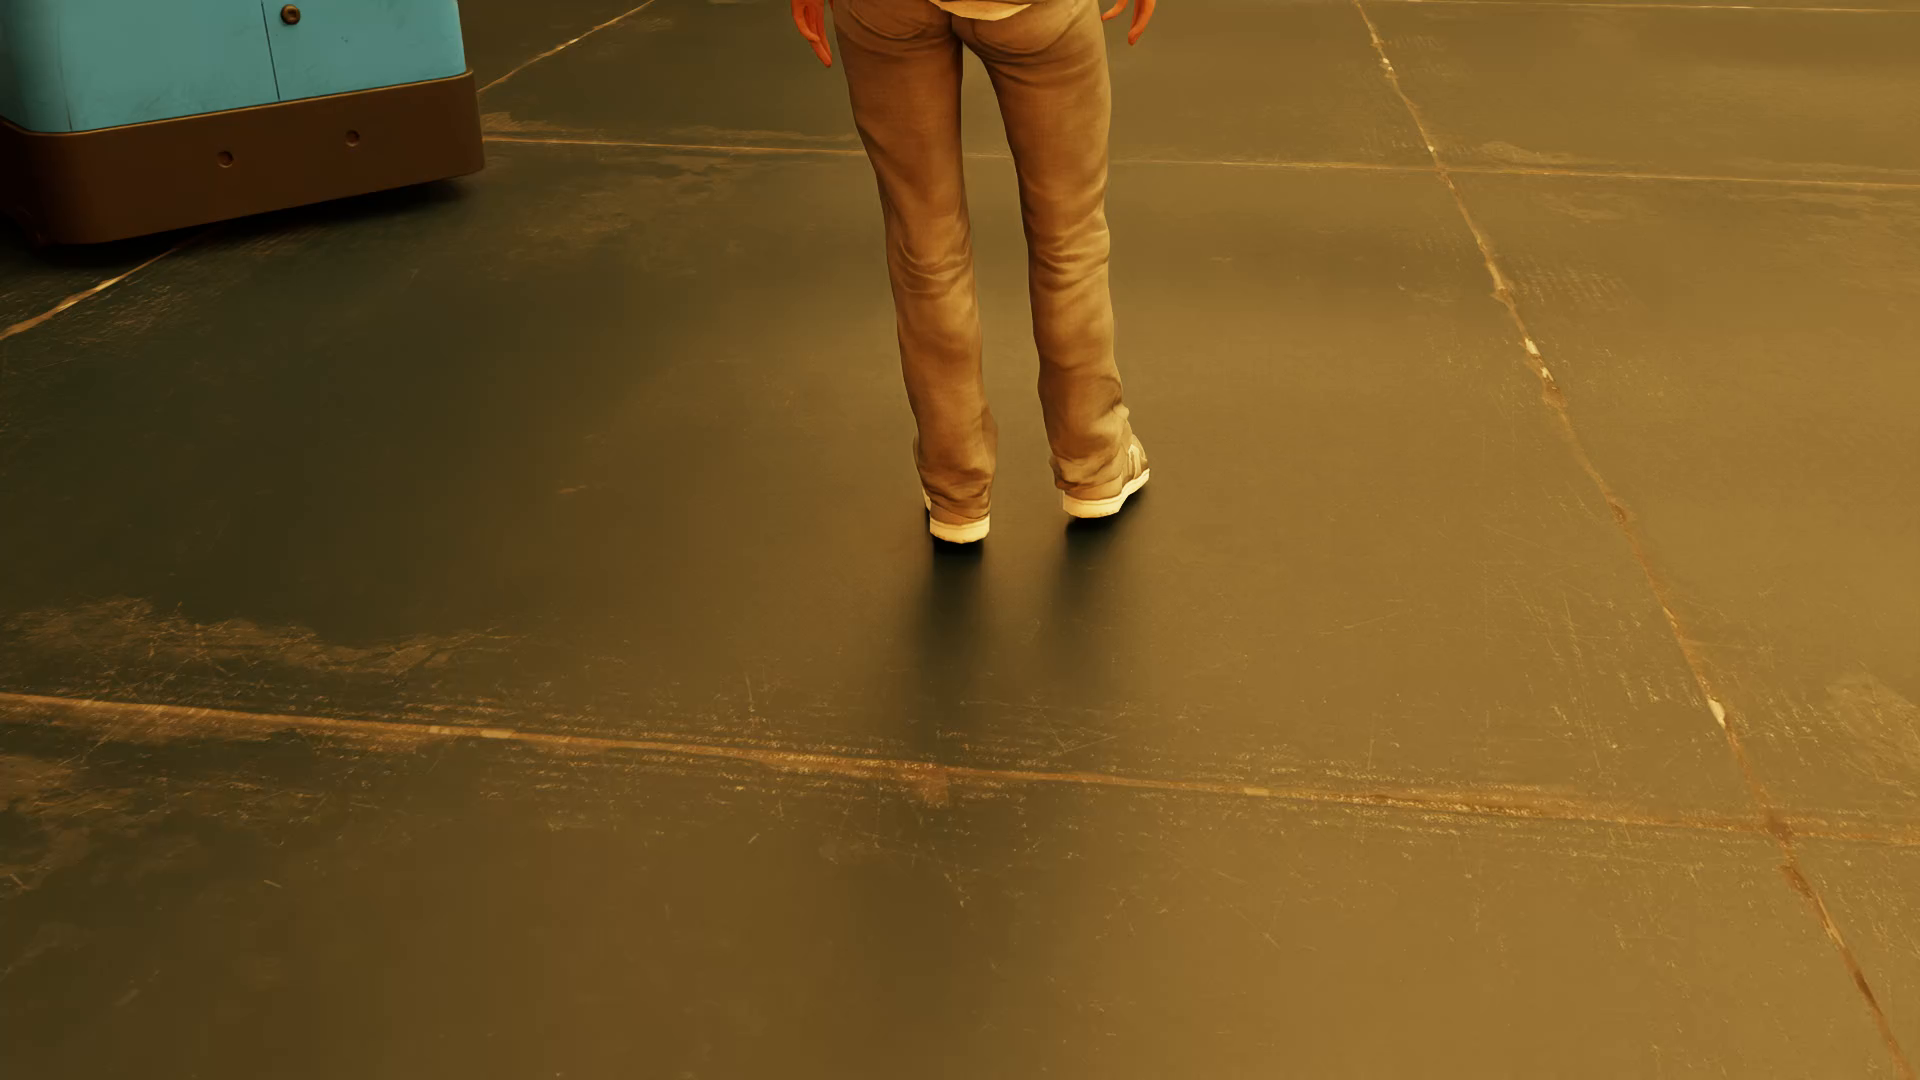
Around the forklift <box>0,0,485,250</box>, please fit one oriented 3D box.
[{"bbox_3d":[-2.588,-2.524,4.277,1.130,2.935,3.031,-23,34,-38],"label":"forklift"}]

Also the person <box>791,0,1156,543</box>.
[{"bbox_3d":[0.024,-0.753,2.204,0.521,1.596,0.475,3,27,7],"label":"person"}]
